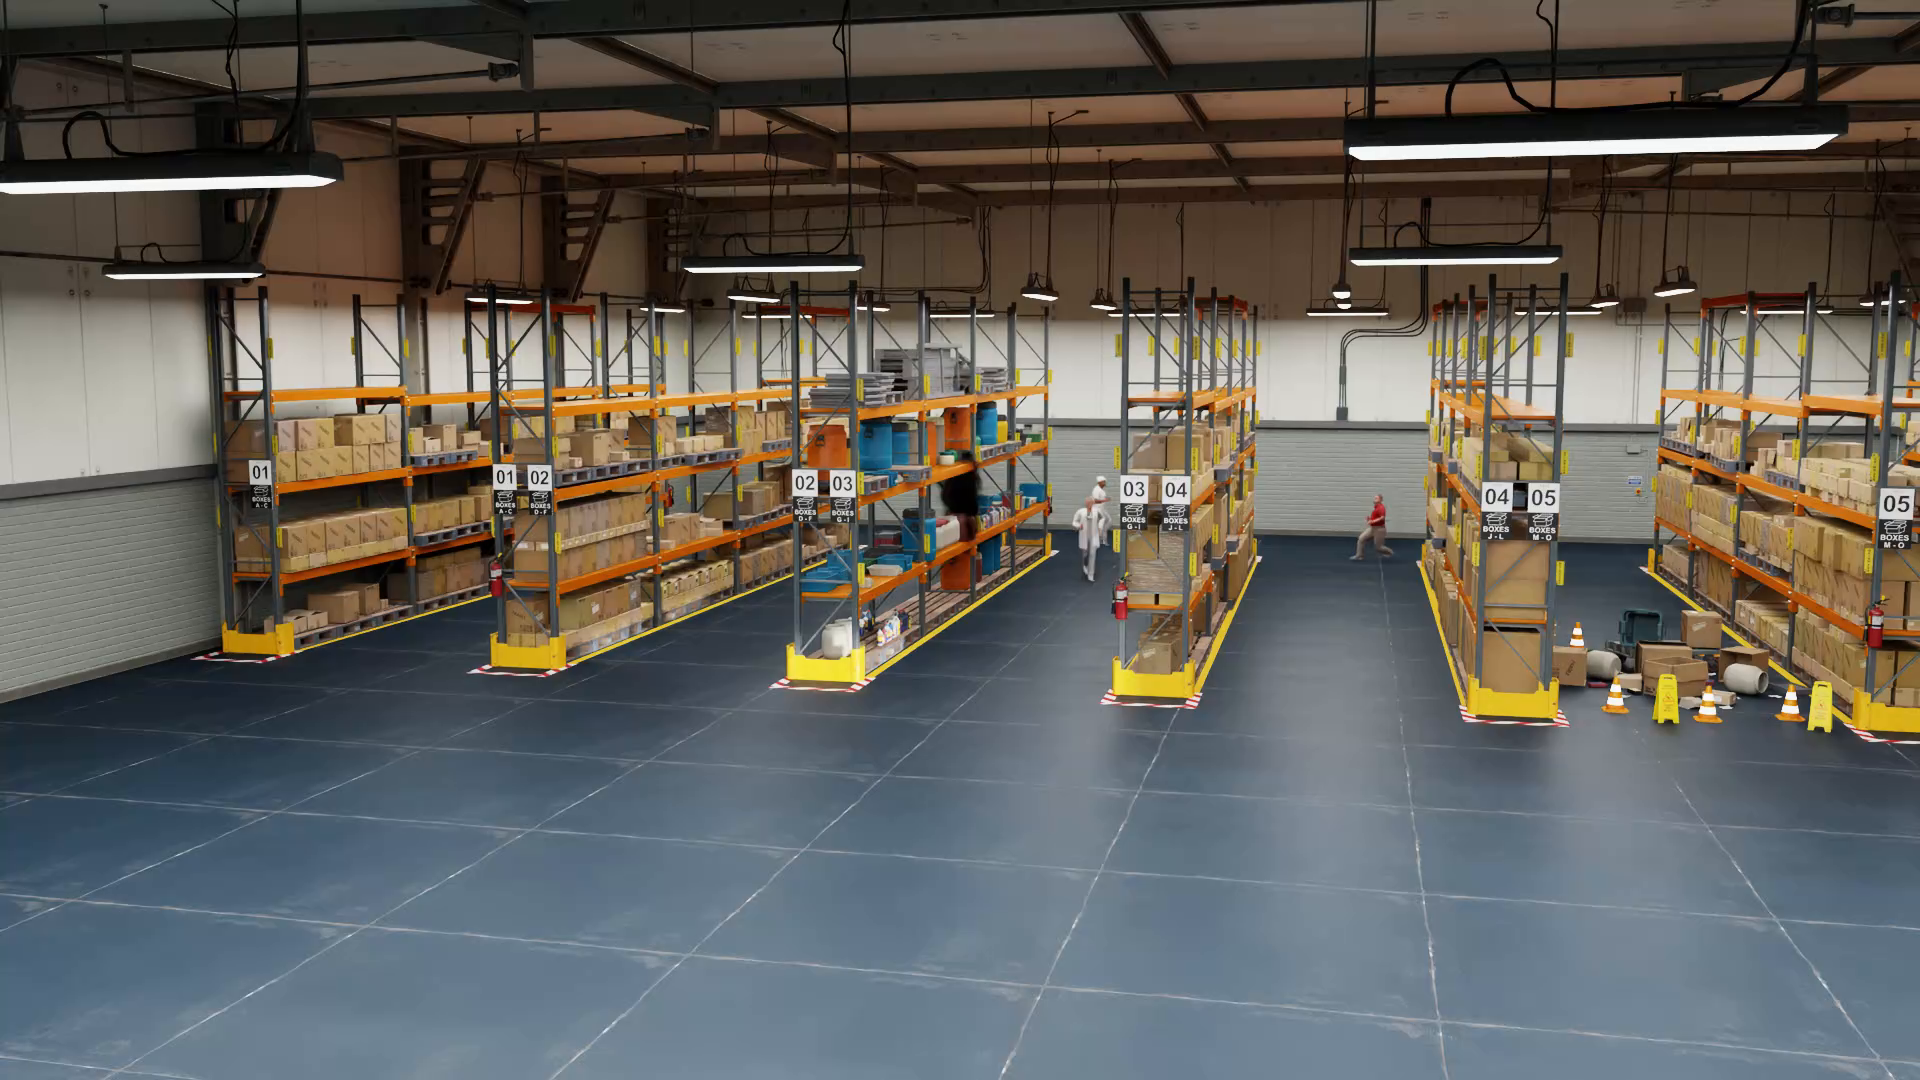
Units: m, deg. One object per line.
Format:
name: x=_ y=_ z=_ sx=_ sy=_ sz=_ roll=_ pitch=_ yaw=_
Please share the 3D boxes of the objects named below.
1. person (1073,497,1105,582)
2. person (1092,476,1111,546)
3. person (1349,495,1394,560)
person: x=2.806 y=-0.045 z=36.252 sx=0.710 sy=1.790 sz=1.043 roll=0 pitch=7 yaw=3
person: x=3.497 y=-0.744 z=42.507 sx=0.841 sy=1.792 sz=0.728 roll=3 pitch=7 yaw=23
person: x=9.797 y=-0.288 z=39.184 sx=0.994 sy=1.560 sz=0.741 roll=-2 pitch=7 yaw=-14
